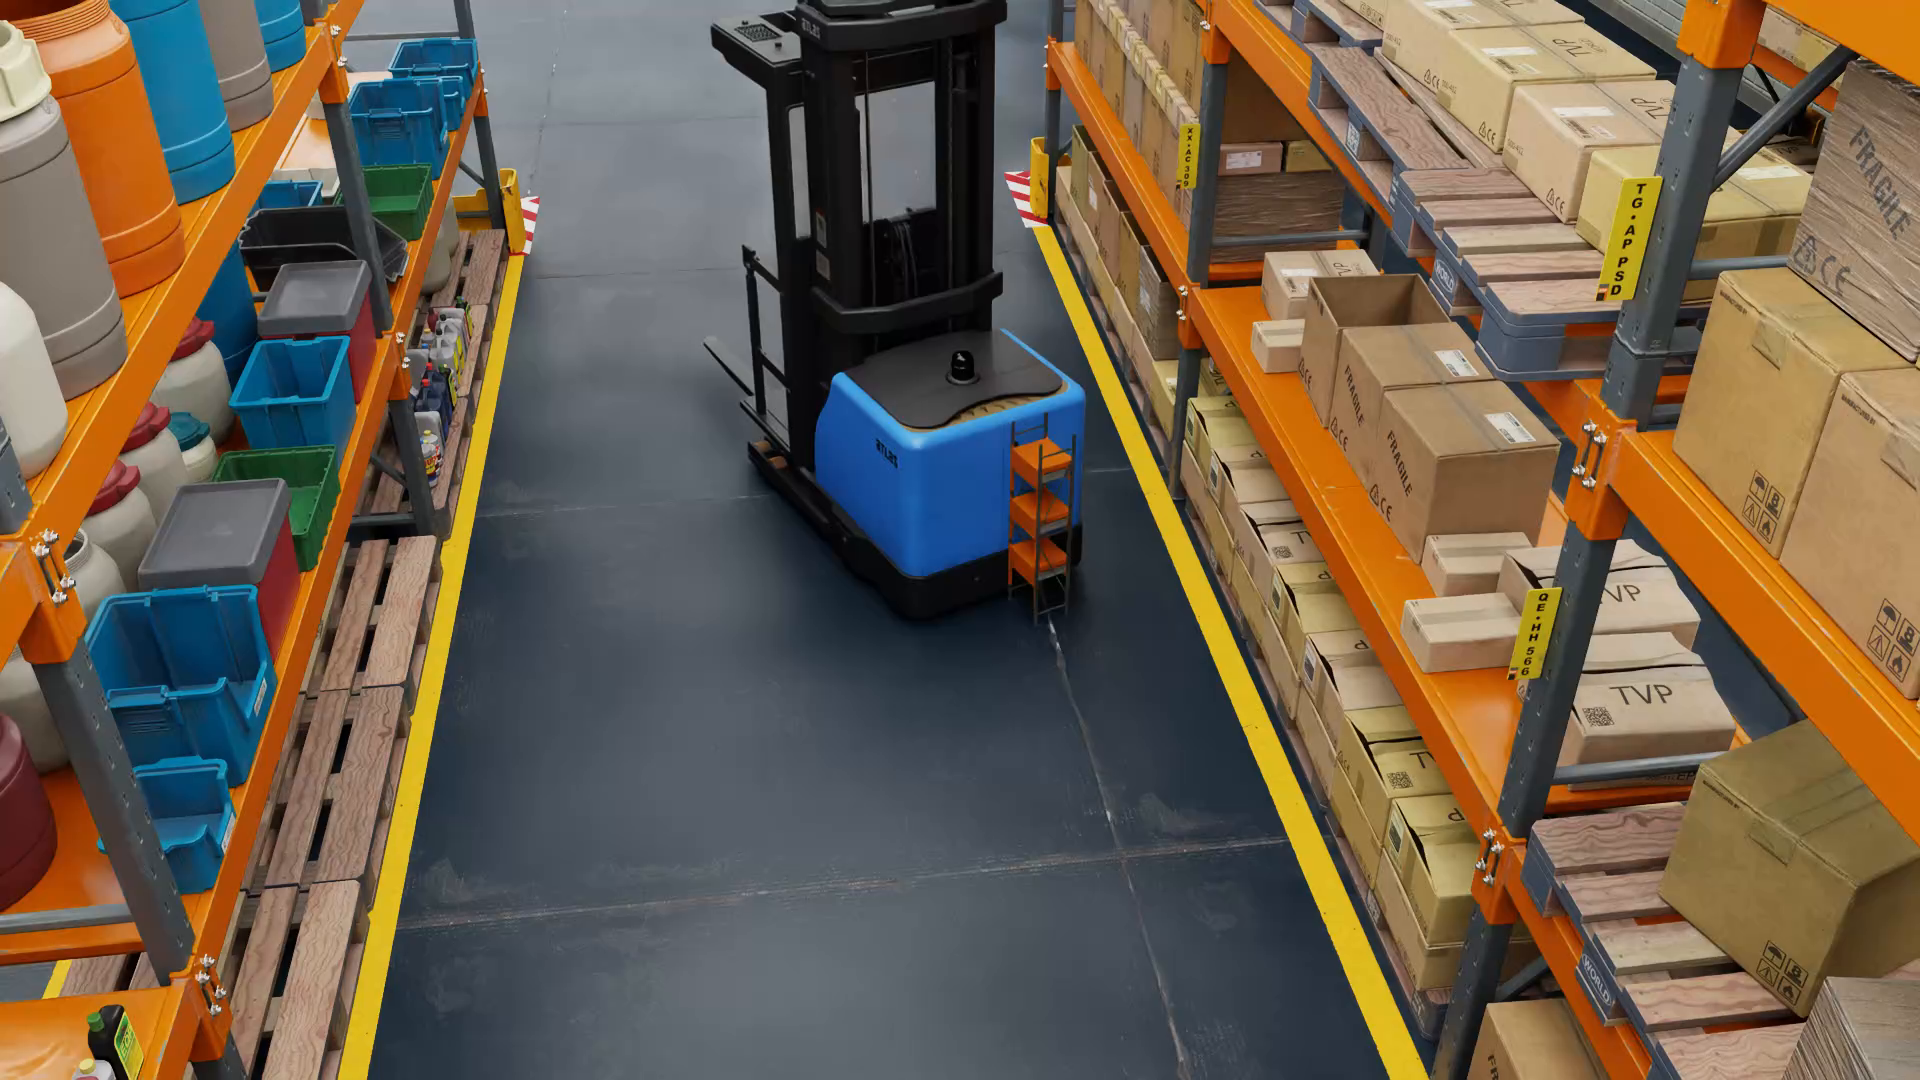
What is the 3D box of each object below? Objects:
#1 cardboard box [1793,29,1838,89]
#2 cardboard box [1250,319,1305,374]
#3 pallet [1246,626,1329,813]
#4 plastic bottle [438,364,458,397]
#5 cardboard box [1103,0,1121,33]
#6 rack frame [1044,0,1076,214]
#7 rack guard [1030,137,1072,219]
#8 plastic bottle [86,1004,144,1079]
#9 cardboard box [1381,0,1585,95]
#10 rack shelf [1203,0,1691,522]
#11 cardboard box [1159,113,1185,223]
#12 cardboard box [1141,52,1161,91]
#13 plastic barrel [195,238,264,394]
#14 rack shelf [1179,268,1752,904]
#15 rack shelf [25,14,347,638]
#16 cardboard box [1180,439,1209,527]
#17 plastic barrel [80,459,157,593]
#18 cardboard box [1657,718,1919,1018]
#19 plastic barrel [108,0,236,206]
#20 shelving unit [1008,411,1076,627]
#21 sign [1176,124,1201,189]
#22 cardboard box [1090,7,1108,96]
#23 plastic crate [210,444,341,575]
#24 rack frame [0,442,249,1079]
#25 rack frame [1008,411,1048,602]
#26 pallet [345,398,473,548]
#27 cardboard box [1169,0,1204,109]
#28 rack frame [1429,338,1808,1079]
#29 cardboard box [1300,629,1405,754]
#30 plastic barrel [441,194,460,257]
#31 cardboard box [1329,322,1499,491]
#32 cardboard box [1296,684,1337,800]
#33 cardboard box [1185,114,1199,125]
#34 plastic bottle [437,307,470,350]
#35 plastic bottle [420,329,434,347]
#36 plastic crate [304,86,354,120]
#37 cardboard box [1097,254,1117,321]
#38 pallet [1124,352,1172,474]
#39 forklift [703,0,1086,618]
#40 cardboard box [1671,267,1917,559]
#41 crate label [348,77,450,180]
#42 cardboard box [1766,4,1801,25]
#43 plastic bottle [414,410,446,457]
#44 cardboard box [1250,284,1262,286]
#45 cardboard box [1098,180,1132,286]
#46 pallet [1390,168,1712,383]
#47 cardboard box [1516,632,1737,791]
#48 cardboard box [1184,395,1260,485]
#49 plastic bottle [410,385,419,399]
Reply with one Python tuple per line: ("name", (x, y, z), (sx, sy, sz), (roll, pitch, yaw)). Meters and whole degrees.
("cardboard box", (5.932, -3.210, 11.041), (0.500, 0.250, 0.500), (-5, 35, -7))
("cardboard box", (1.581, -0.911, 7.775), (0.380, 0.149, 0.250), (-4, 35, -6))
("pallet", (1.969, 0.718, 7.637), (1.003, 0.211, 1.213), (-4, 35, -6))
("plastic bottle", (-2.982, -0.924, 9.665), (0.097, 0.201, 0.097), (0, 34, 0))
("cardboard box", (1.106, -3.255, 10.326), (0.380, 0.149, 0.250), (-5, 35, -8))
("rack frame", (1.126, -3.757, 11.728), (1.000, 3.000, 0.127), (-4, 35, -6))
("rack guard", (1.123, -2.737, 12.451), (1.175, 0.500, 0.348), (-4, 35, -6))
("plastic bottle", (-2.230, 1.322, 4.378), (0.061, 0.283, 0.133), (-4, 35, -6))
("cardboard box", (1.860, -1.804, 5.959), (0.500, 0.250, 0.500), (-7, 35, -10))
("rack shelf", (1.933, -1.351, 6.172), (1.077, 0.370, 4.000), (-4, 35, -6))
("cardboard box", (1.521, -2.107, 9.218), (0.700, 0.500, 0.500), (-5, 35, -7))
("cardboard box", (1.246, -2.678, 9.480), (0.380, 0.149, 0.250), (-3, 34, -5))
("plastic barrel", (-3.493, -1.120, 7.414), (0.600, 0.901, 0.708), (-4, 35, -6))
("rack shelf", (1.933, -0.111, 7.017), (1.077, 0.370, 4.000), (-4, 35, -6))
("rack shelf", (-2.976, -0.978, 5.625), (1.077, 0.370, 4.000), (-4, 35, -6))
("cardboard box", (1.473, -0.318, 8.750), (0.500, 0.250, 0.500), (-5, 35, -8))
("plastic barrel", (-3.177, -0.006, 6.104), (0.433, 0.535, 0.433), (0, 34, 0))
("cardboard box", (2.398, 0.836, 4.527), (0.700, 0.500, 0.500), (-16, 37, -22))
("plastic barrel", (-2.785, -1.601, 5.455), (0.600, 0.901, 0.708), (-4, 35, -6))
("shelving unit", (0.391, -0.090, 8.079), (0.215, 1.050, 0.252), (-18, 38, -24))
("sign", (1.114, -1.872, 8.123), (0.100, 0.325, 0.005), (-4, 35, -6))
("cardboard box", (1.252, -3.244, 10.886), (0.700, 0.500, 0.500), (-4, 34, -5))
("plastic crate", (-2.731, -0.113, 6.570), (0.450, 0.188, 0.662), (-4, 35, -6))
("rack frame", (-2.707, 1.081, 4.629), (1.000, 3.000, 0.127), (-4, 35, -6))
("rack frame", (0.330, -0.150, 8.166), (0.200, 1.050, 0.008), (-18, 38, -24))
("pallet", (-3.294, -0.377, 9.245), (1.003, 0.211, 1.213), (-4, 35, -6))
("cardboard box", (1.529, -2.631, 8.835), (0.700, 0.500, 0.500), (-4, 35, -6))
("rack frame", (2.202, 0.708, 5.177), (1.000, 3.000, 0.127), (-4, 35, -6))
("cardboard box", (1.746, 0.593, 6.915), (0.500, 0.311, 0.500), (-5, 35, -7))
("plastic barrel", (-3.619, -2.168, 11.232), (0.421, 0.512, 0.421), (0, 34, 0))
("cardboard box", (1.889, -0.563, 6.952), (0.500, 0.500, 0.500), (-4, 35, -6))
("cardboard box", (1.752, 0.827, 7.070), (0.500, 0.250, 0.500), (-4, 34, -5))
("cardboard box", (1.384, -2.108, 8.643), (0.380, 0.149, 0.250), (-5, 35, -7))
("plastic bottle", (-3.095, -1.306, 10.159), (0.152, 0.276, 0.135), (-4, 34, -6))
("plastic bottle", (-3.197, -1.177, 10.037), (0.097, 0.201, 0.097), (0, 34, 0))
("plastic crate", (-3.981, -2.751, 10.486), (0.298, 0.136, 0.250), (-4, 35, -6))
("cardboard box", (1.178, -1.641, 10.691), (0.500, 0.250, 0.500), (-4, 35, -6))
("pallet", (1.599, -0.819, 9.893), (1.003, 0.211, 1.213), (-4, 35, -6))
("forklift", (-0.546, -1.632, 8.671), (1.130, 2.935, 3.031), (-18, 38, -24))
("cardboard box", (2.294, -0.332, 3.950), (0.910, 0.500, 0.500), (-4, 35, -6))
("crate label", (-3.267, -2.392, 9.693), (0.502, 0.435, 0.616), (-4, 35, -6))
("cardboard box", (5.857, -3.824, 11.276), (0.500, 0.500, 0.500), (-4, 35, -6))
("plastic bottle", (-2.924, -0.597, 9.119), (0.152, 0.276, 0.135), (-3, 34, -5))
("cardboard box", (1.912, -1.154, 9.312), (0.500, 0.500, 0.500), (-4, 35, -6))
("cardboard box", (1.177, -1.951, 10.480), (0.500, 0.500, 0.500), (-4, 35, -6))
("pallet", (2.022, -0.826, 4.931), (1.213, 0.211, 1.003), (-3, 34, -4))
("cardboard box", (2.196, 0.538, 5.505), (0.500, 0.311, 0.500), (-2, 34, -3))
("cardboard box", (1.473, -0.544, 8.584), (0.500, 0.311, 0.500), (-4, 35, -6))
("plastic bottle", (-3.081, -0.759, 9.362), (0.097, 0.271, 0.097), (0, 34, 0))
